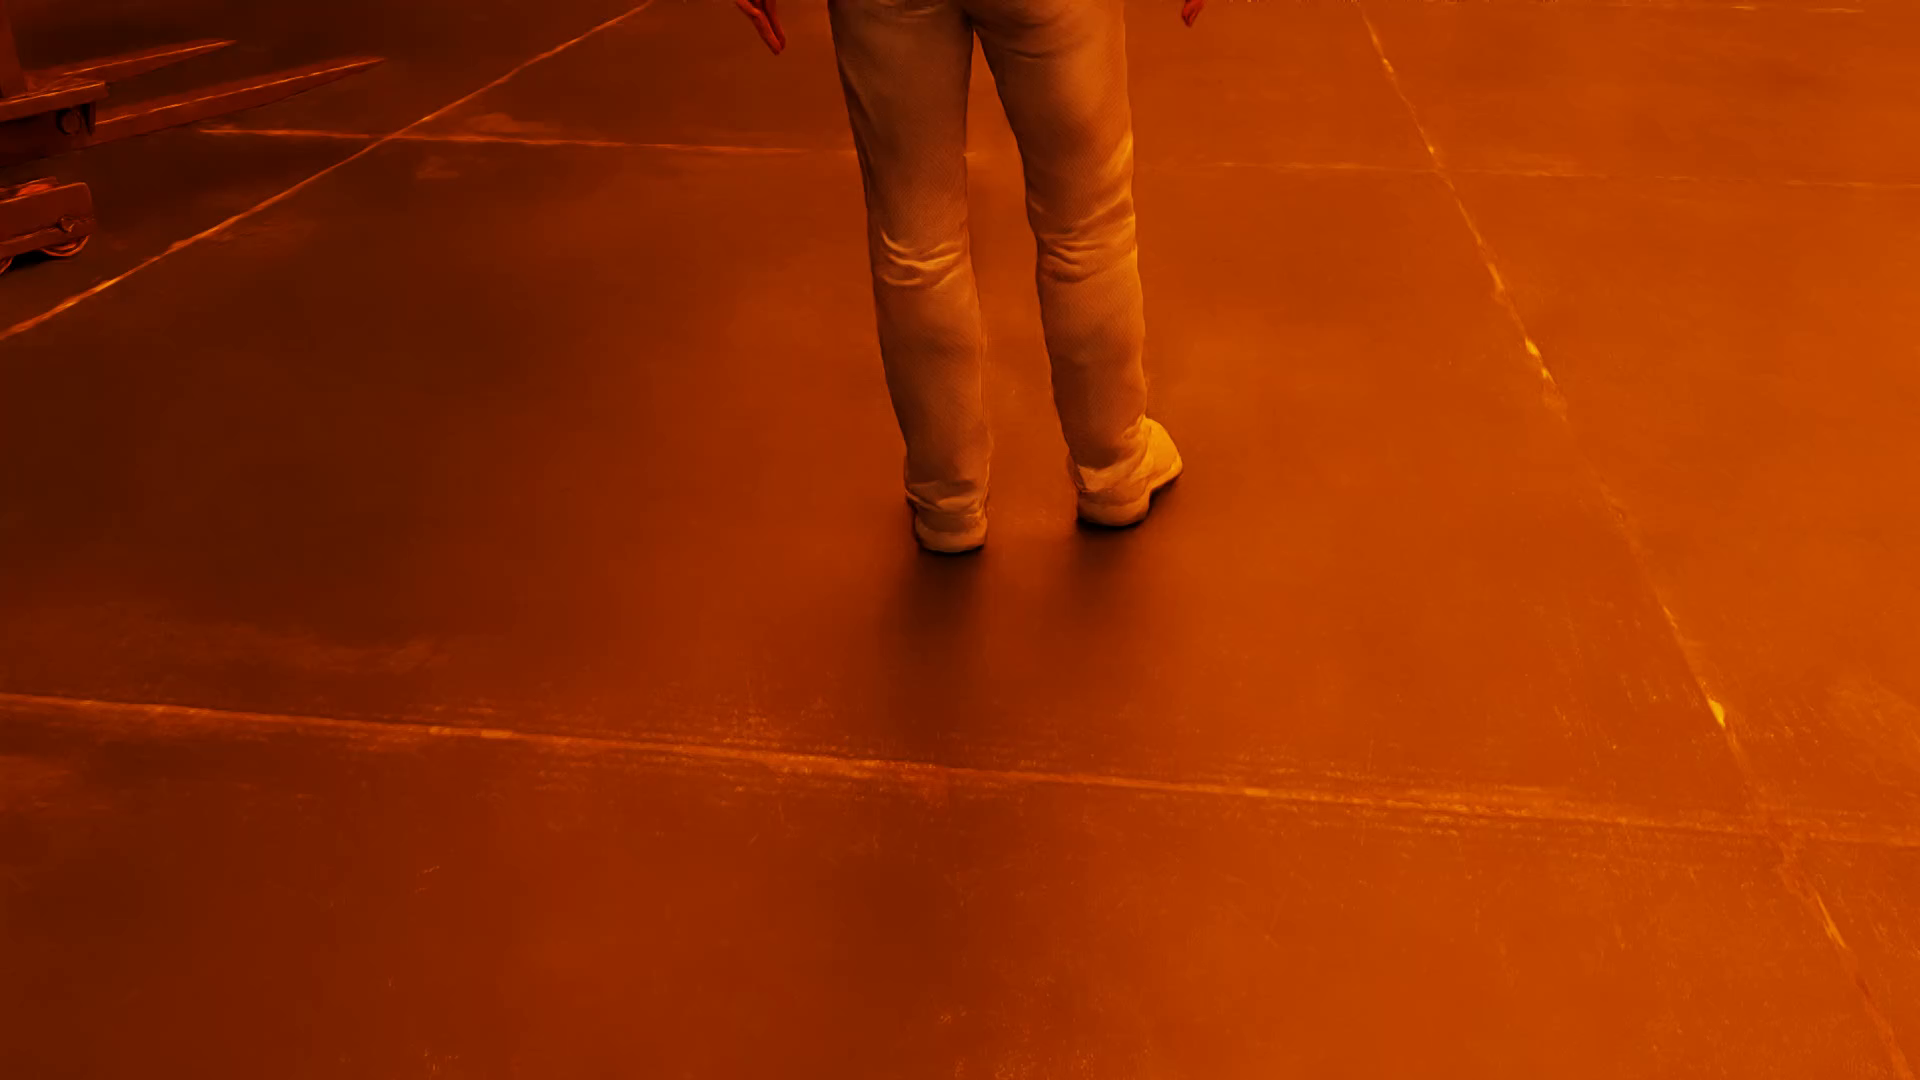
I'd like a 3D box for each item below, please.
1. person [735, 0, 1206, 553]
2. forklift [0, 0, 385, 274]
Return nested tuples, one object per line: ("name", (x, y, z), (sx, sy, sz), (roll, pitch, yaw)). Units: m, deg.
("person", (0.014, -0.824, 2.165), (0.665, 1.760, 0.576), (3, 27, 7))
("forklift", (-2.642, -1.961, 3.148), (1.130, 2.935, 3.031), (13, 29, 24))
